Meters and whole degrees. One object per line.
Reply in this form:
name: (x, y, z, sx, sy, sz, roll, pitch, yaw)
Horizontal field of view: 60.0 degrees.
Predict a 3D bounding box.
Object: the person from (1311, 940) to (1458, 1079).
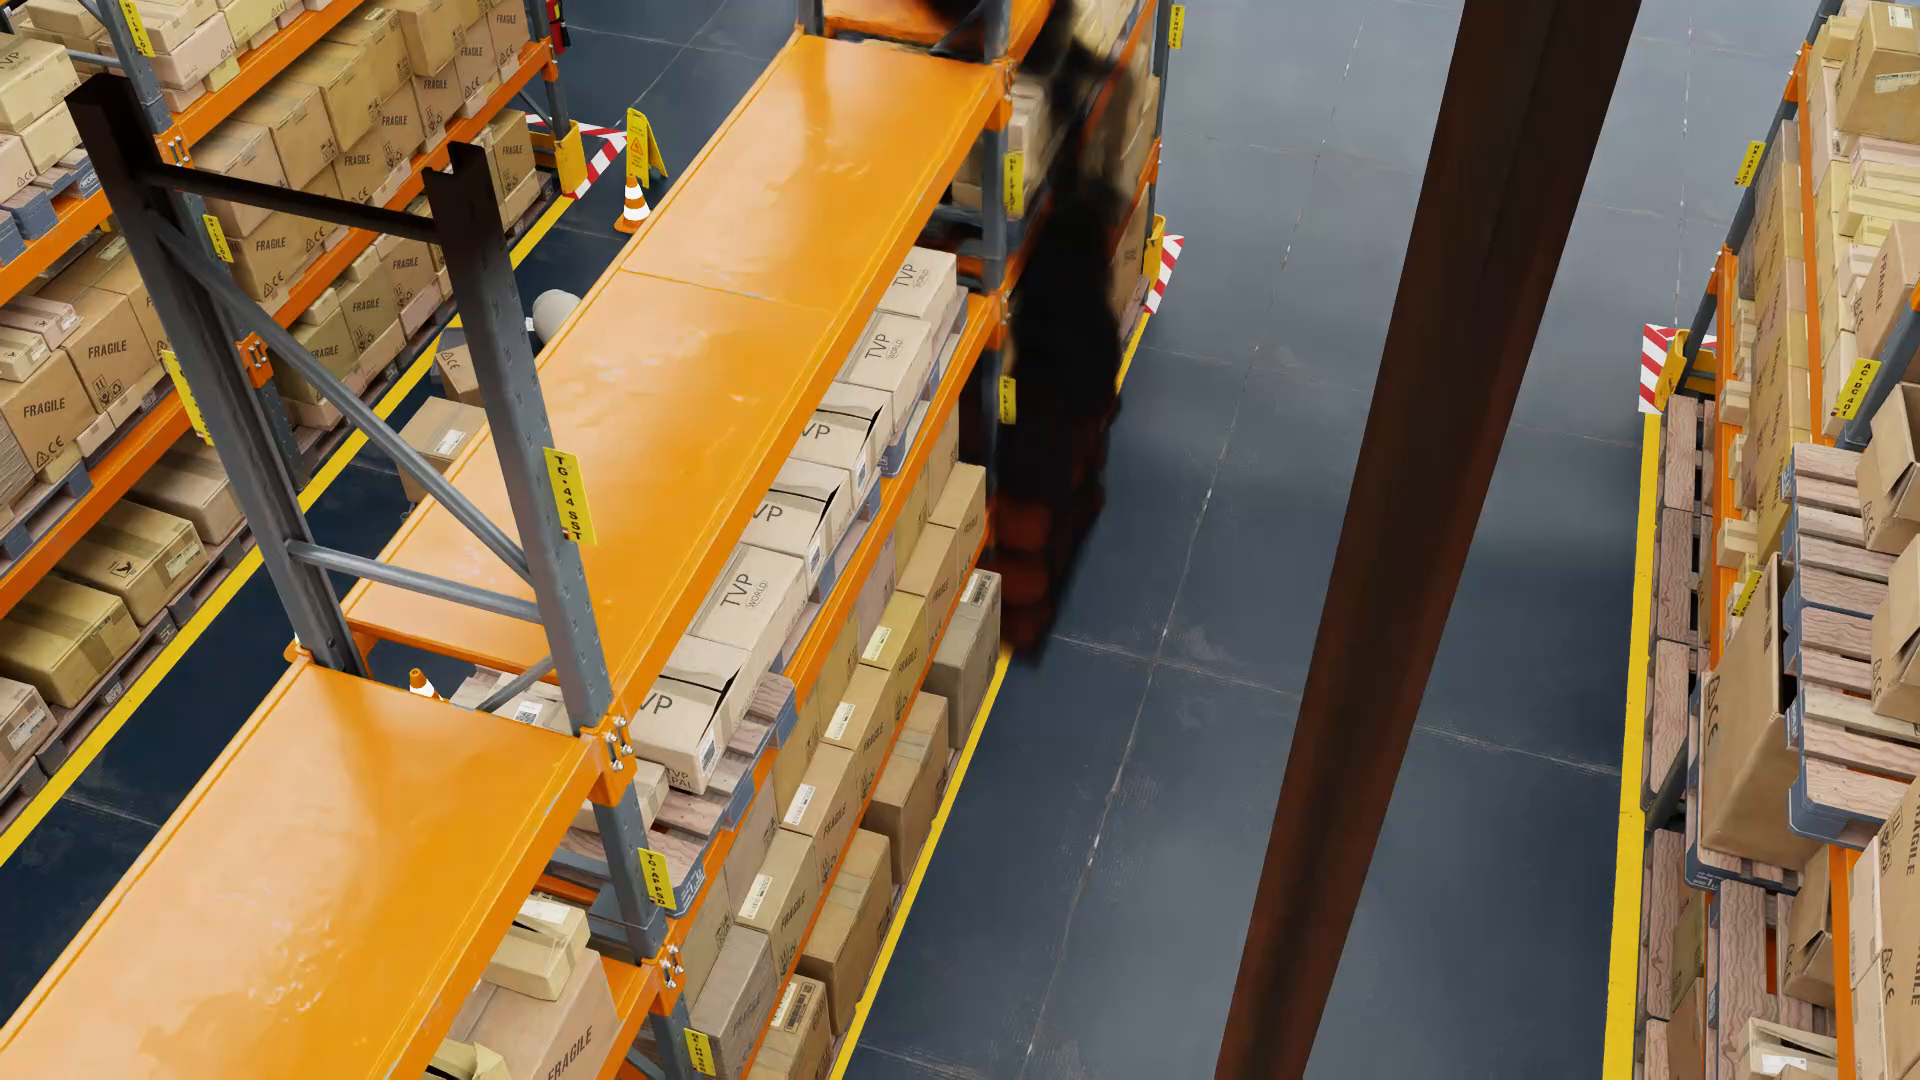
person: (1.796, 2.269, 7.306, 0.633, 1.770, 0.548, 8, 46, 8)
